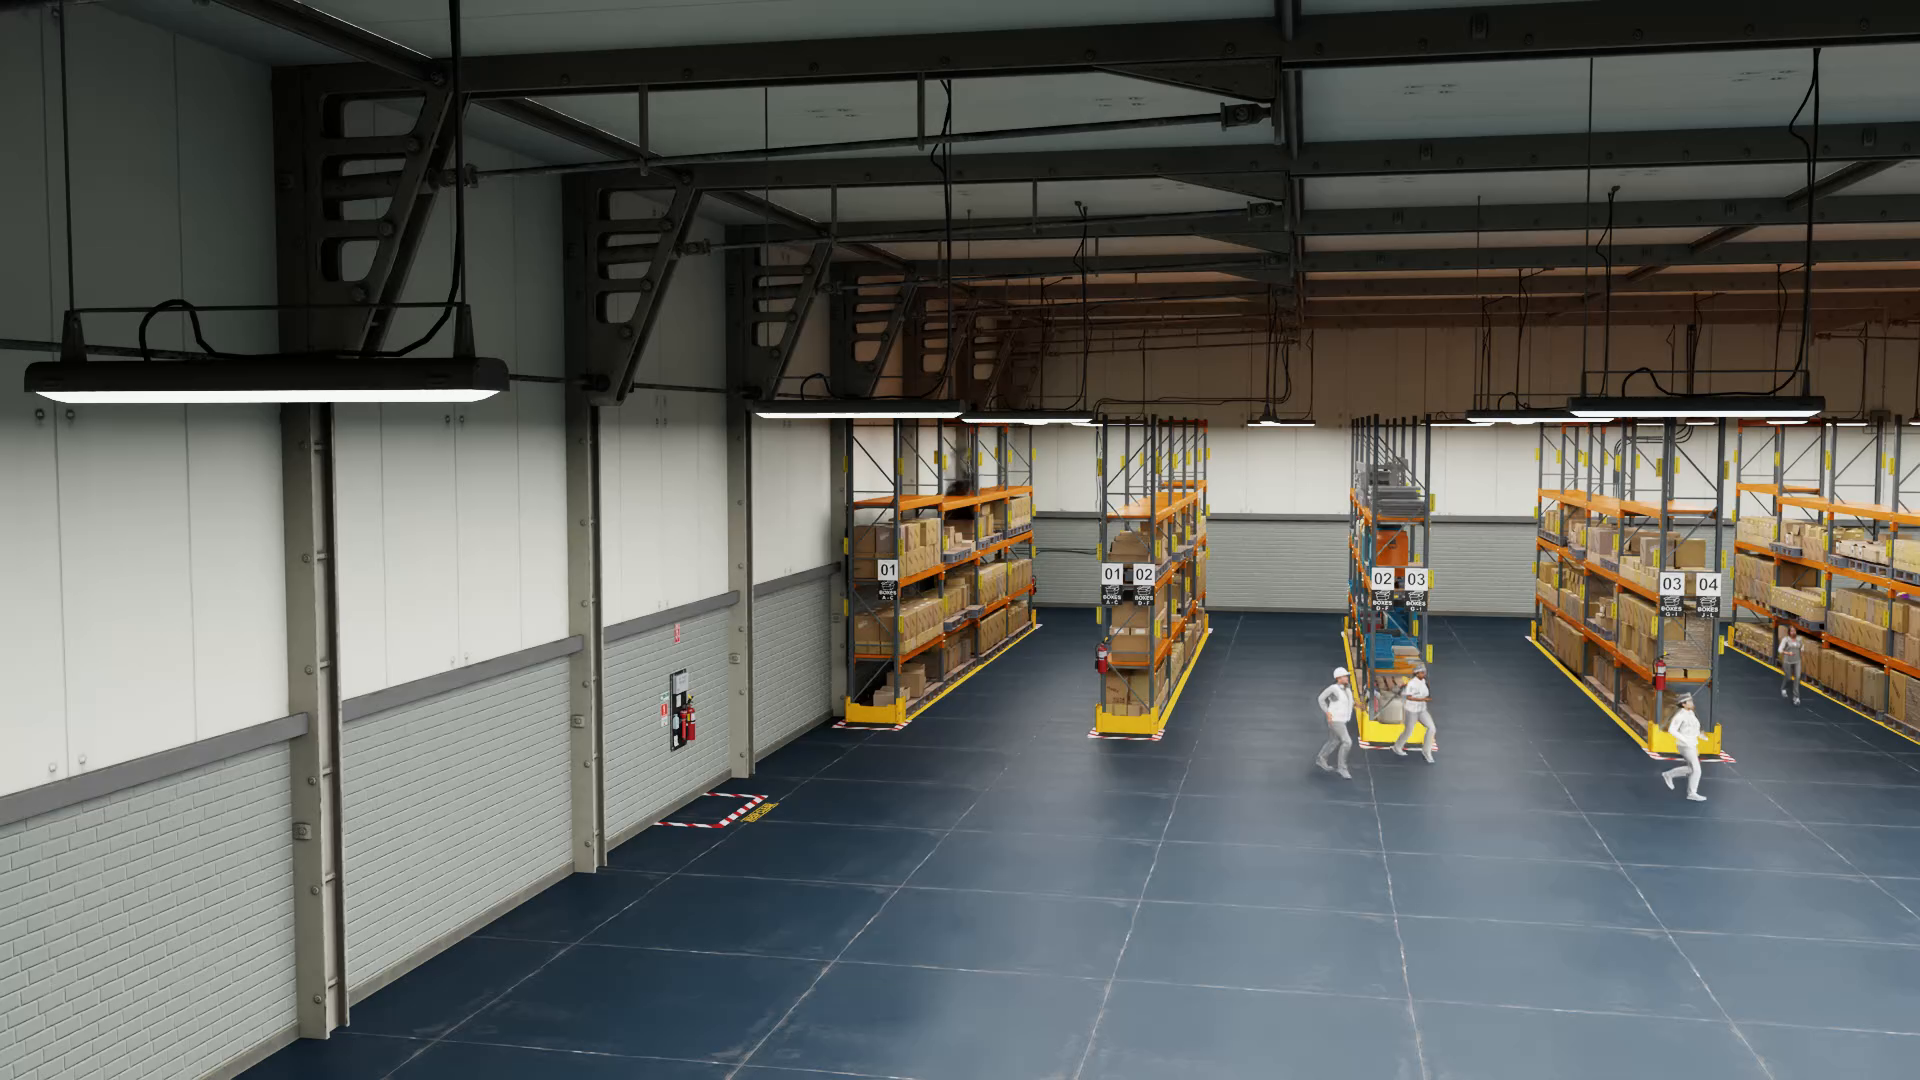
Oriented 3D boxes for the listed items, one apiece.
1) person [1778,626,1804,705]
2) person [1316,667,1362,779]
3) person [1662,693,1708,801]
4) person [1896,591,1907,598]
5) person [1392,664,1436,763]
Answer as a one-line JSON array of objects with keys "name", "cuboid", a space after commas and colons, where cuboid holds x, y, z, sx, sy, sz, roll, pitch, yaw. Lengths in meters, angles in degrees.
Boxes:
[{"name": "person", "cuboid": [17.438, 2.644, 34.868, 0.550, 1.521, 0.859, 1, 4, 12]}, {"name": "person", "cuboid": [6.251, 3.006, 27.505, 0.788, 1.828, 0.651, 3, 5, 38]}, {"name": "person", "cuboid": [11.215, 3.177, 25.753, 0.622, 1.654, 0.717, -4, 5, -45]}, {"name": "person", "cuboid": [25.069, 1.912, 44.547, 0.527, 1.693, 0.747, 1, 4, 12]}, {"name": "person", "cuboid": [7.873, 2.982, 28.776, 0.603, 1.726, 0.815, -3, 5, -37]}]
